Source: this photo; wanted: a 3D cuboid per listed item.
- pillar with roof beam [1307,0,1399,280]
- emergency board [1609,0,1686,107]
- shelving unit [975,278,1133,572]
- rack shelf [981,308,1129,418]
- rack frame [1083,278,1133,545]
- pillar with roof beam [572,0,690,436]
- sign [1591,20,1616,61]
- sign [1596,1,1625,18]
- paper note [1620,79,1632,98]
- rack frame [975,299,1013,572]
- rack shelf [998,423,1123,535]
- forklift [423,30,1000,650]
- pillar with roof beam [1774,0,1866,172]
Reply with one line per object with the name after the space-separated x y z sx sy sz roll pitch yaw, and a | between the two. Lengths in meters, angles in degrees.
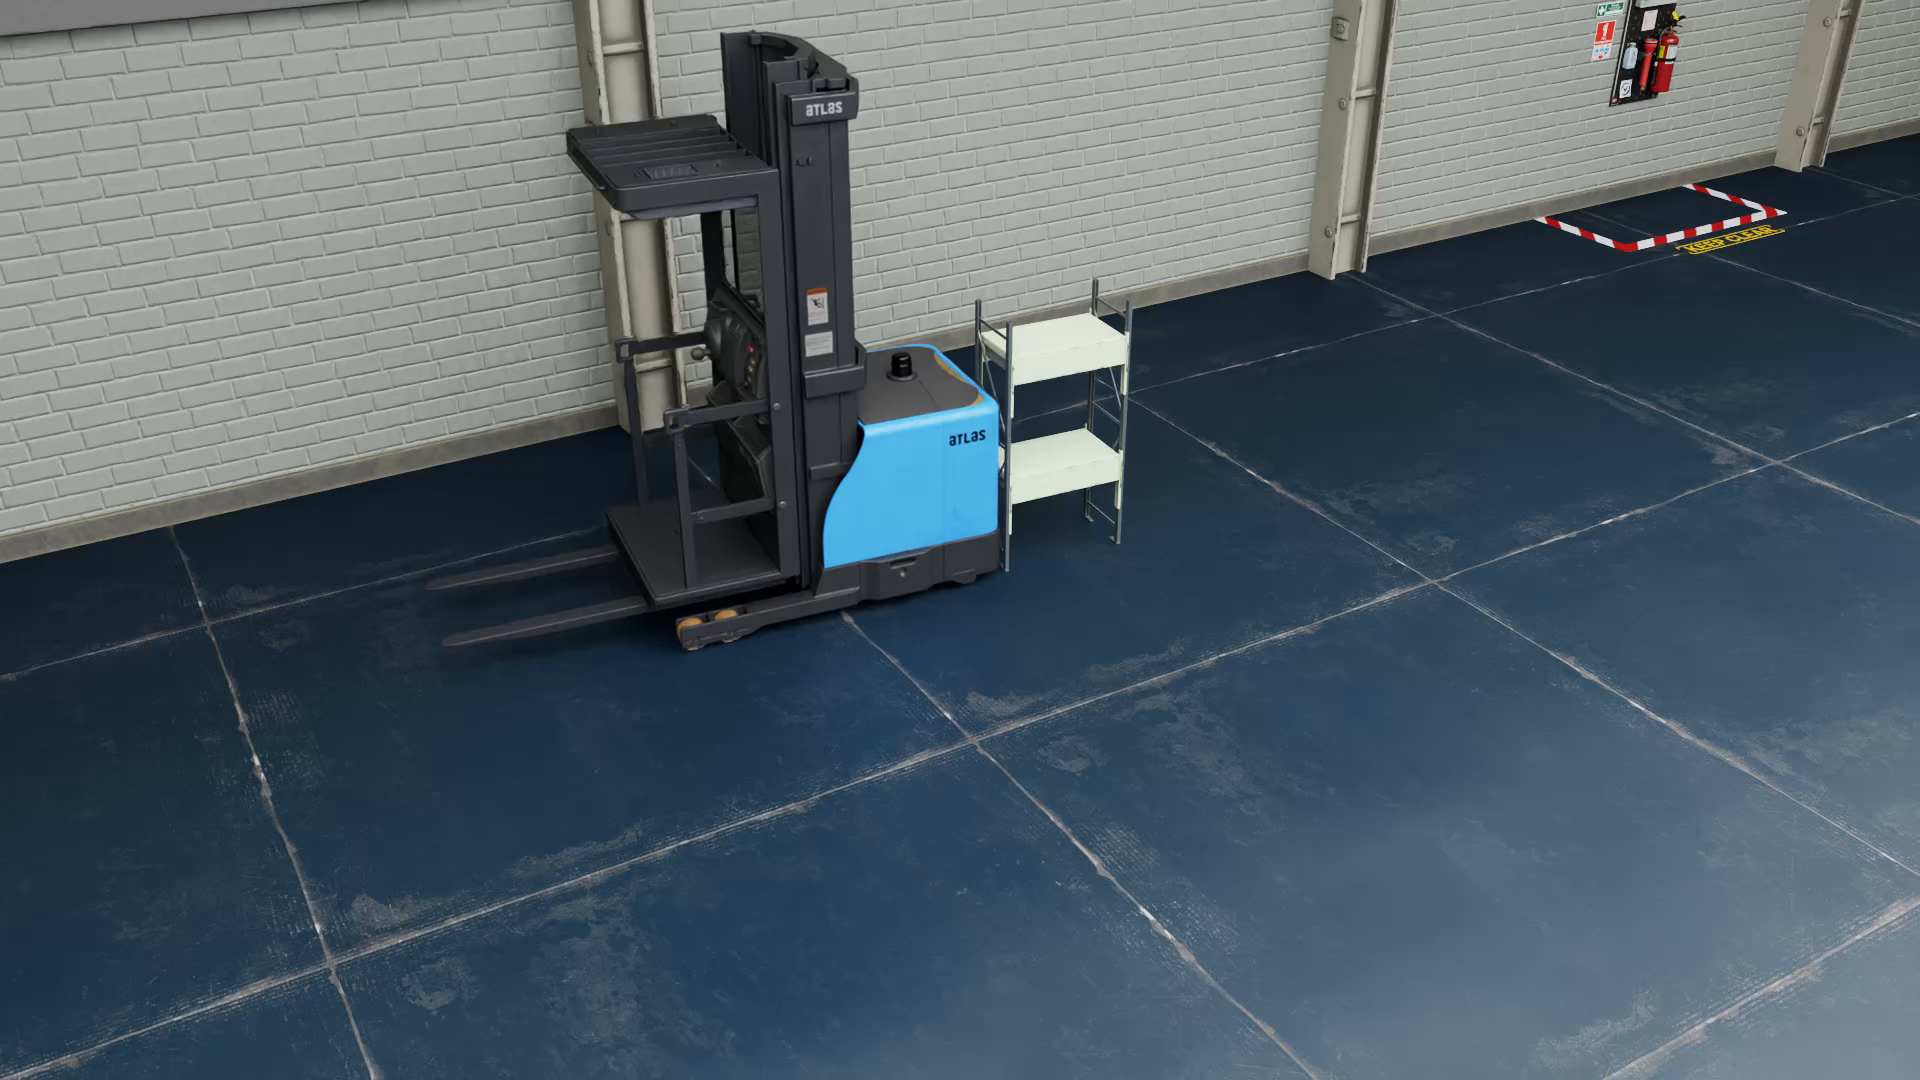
5.301 -4.389 8.390 0.400 9.000 9.100 -16 33 -26 | pillar with roof beam
6.143 -4.436 14.683 0.643 1.169 0.194 -16 33 -26 | emergency board
0.509 -0.641 9.359 0.755 1.500 0.431 -13 32 -23 | shelving unit
0.509 -0.983 9.171 0.720 0.370 0.431 -13 32 -23 | rack shelf
0.838 -0.719 9.500 0.023 1.500 0.400 -13 32 -23 | rack frame
0.128 -2.920 5.728 0.400 9.000 9.100 -16 33 -26 | pillar with roof beam
5.614 -4.359 14.507 0.234 0.329 0.001 -16 33 -26 | sign
5.623 -4.588 14.374 0.331 0.109 0.001 -16 33 -26 | sign
5.956 -4.035 14.869 0.142 0.148 0.016 -16 33 -26 | paper note
0.180 -0.564 9.219 0.023 1.500 0.400 -13 32 -23 | rack frame
0.509 -0.356 9.517 0.720 0.370 0.431 -13 32 -23 | rack shelf
-1.340 -0.998 8.525 3.031 2.935 1.130 -12 31 -21 | forklift
10.474 -5.858 11.051 0.400 9.000 9.100 -16 33 -26 | pillar with roof beam
